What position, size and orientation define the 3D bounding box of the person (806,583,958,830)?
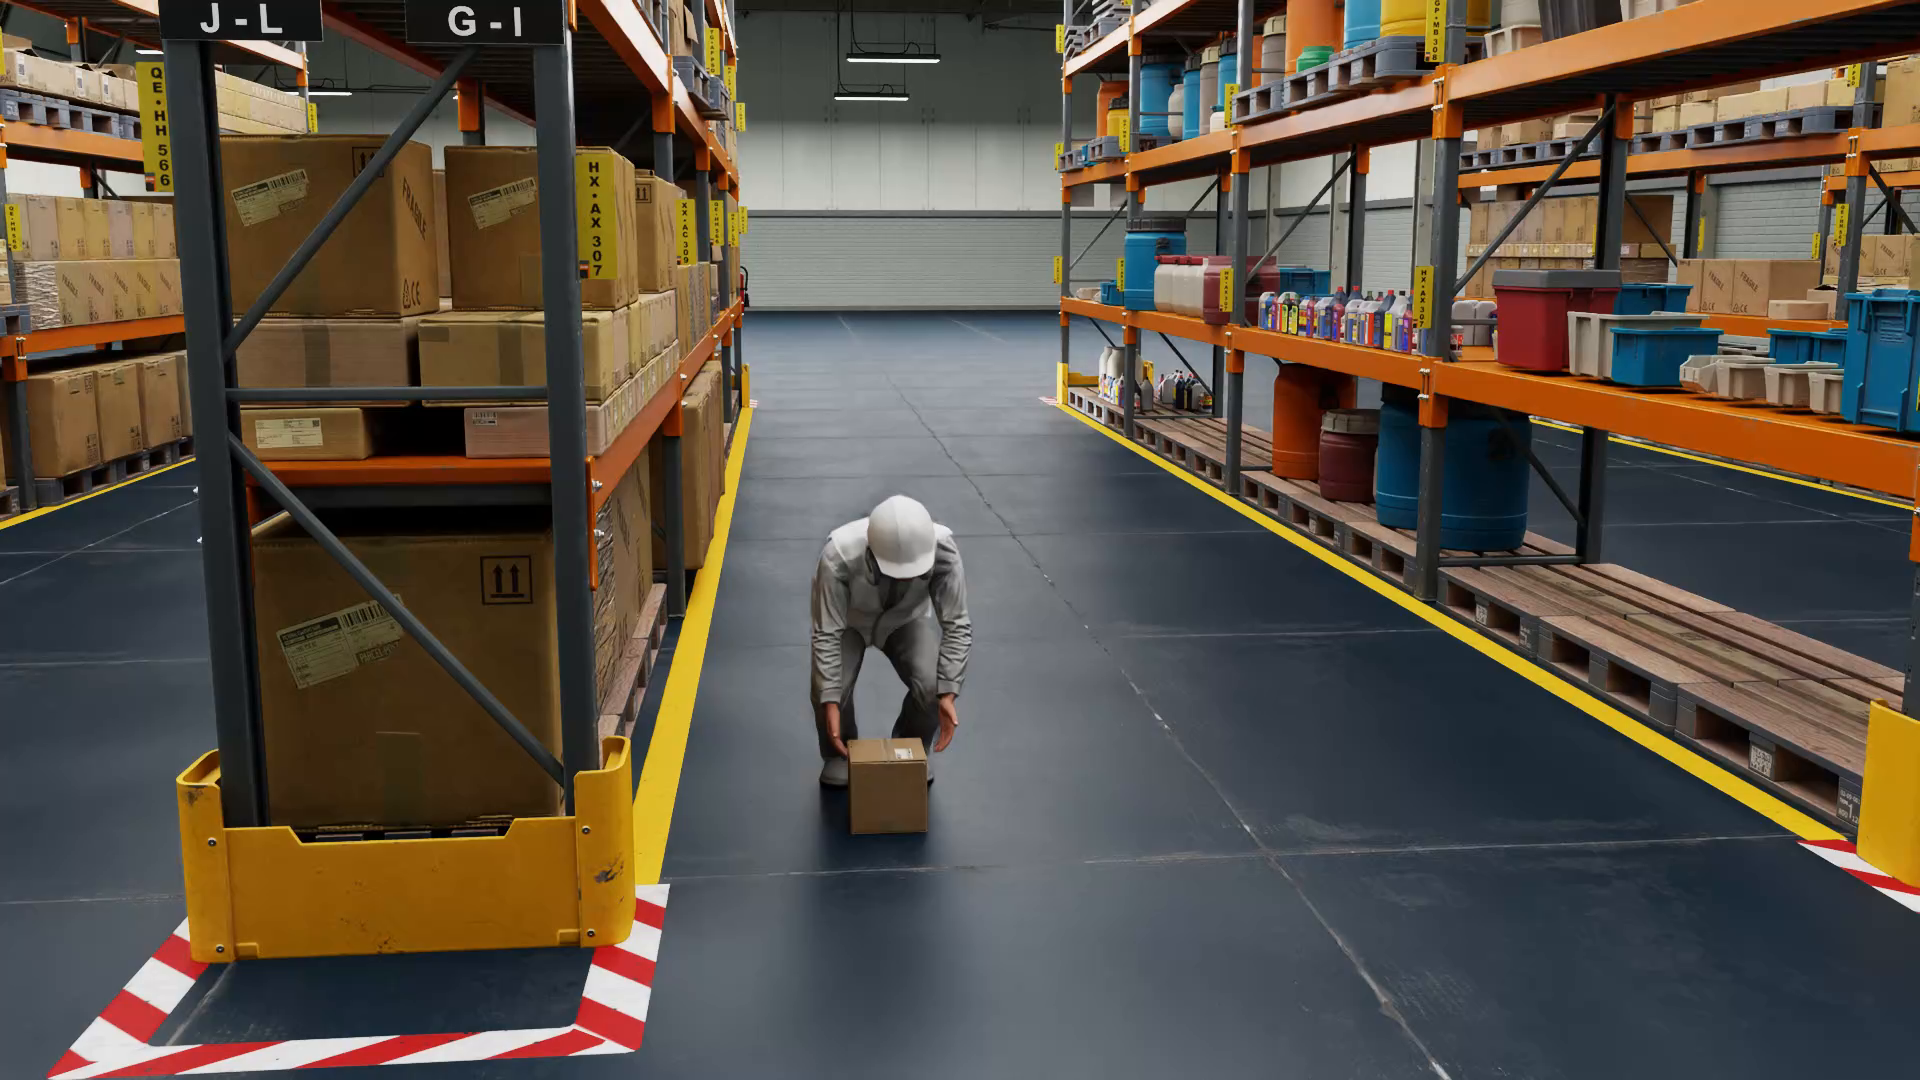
[{"bbox_3d":[-0.276,0.522,5.805,0.528,0.863,0.944,-1,10,-6],"label":"person"}]
